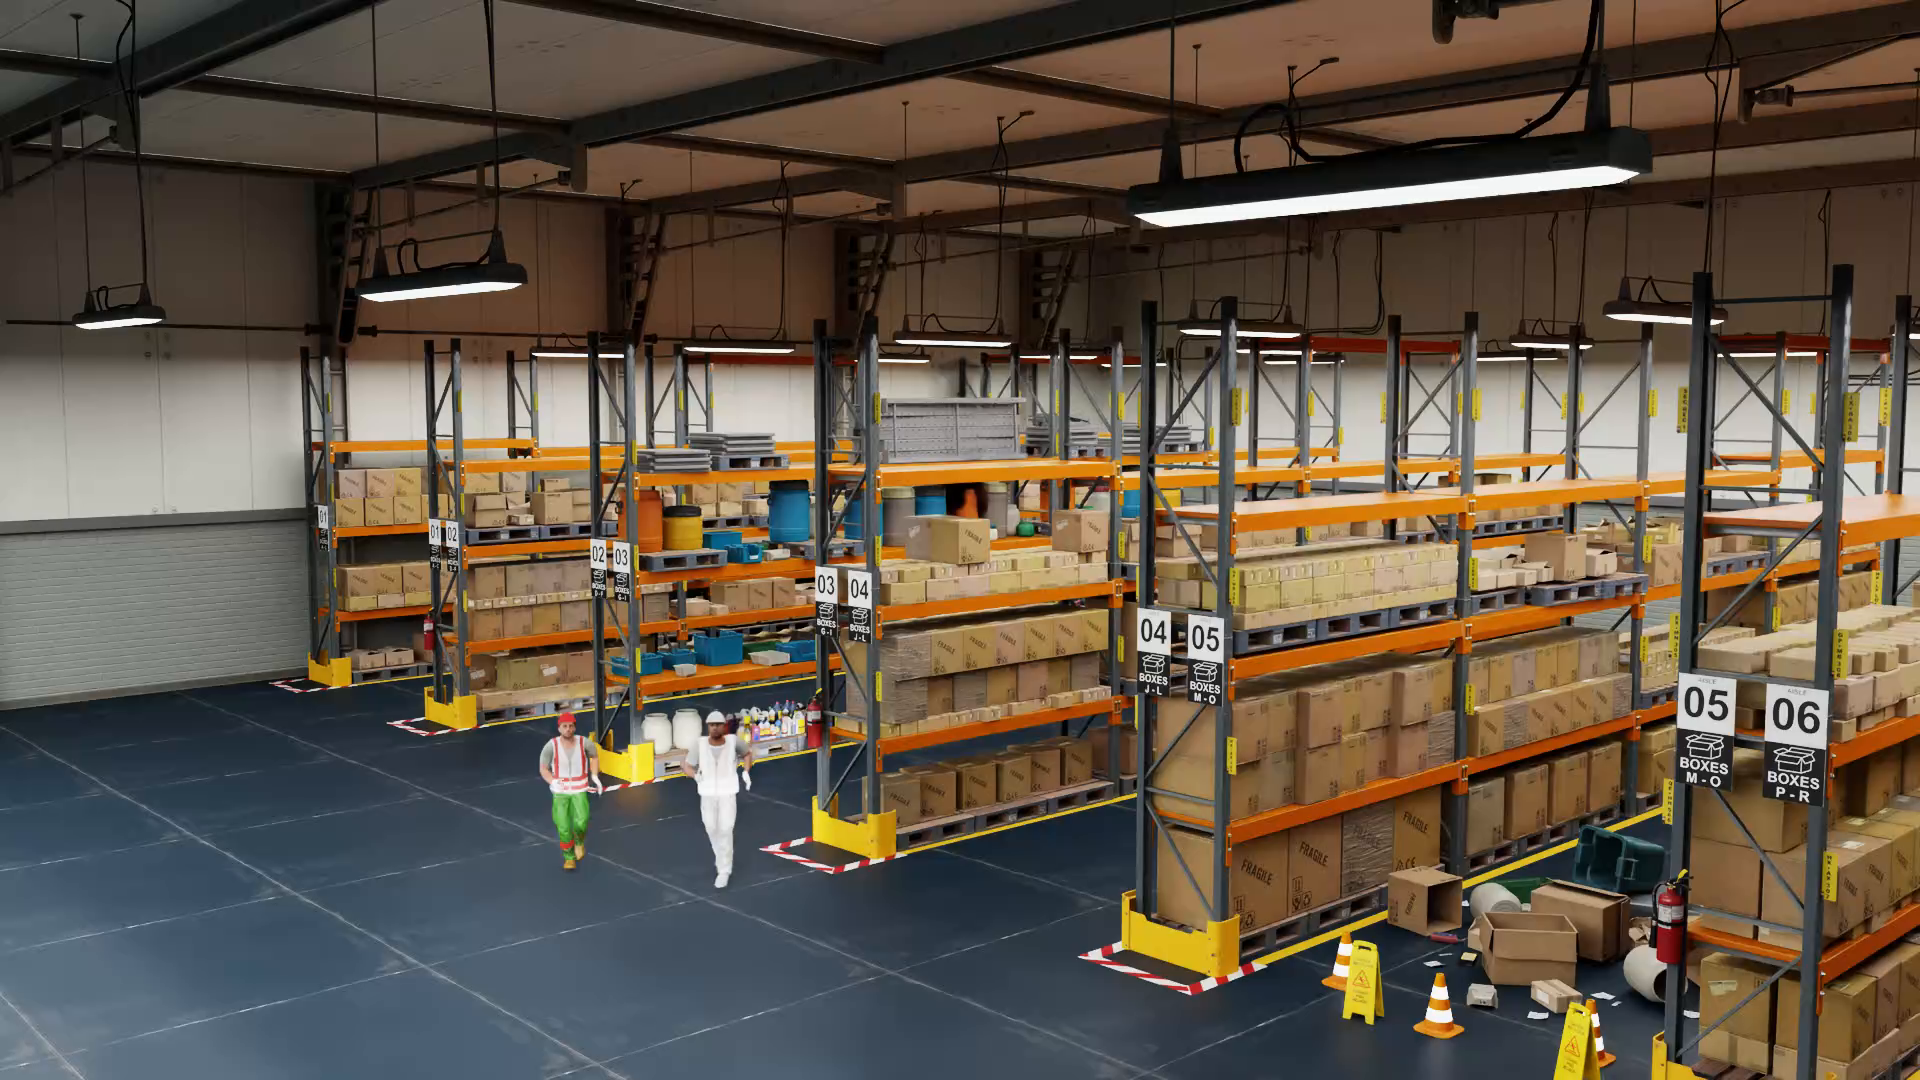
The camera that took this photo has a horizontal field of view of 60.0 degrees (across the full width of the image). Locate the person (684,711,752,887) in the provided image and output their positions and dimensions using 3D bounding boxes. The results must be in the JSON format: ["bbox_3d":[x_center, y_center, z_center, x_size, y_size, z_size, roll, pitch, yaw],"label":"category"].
[{"bbox_3d":[-2.567,2.686,17.609,0.694,1.765,0.977,0,5,1],"label":"person"}]

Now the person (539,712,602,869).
[{"bbox_3d":[-4.188,2.717,17.920,0.655,1.735,0.642,-1,5,-15],"label":"person"}]
